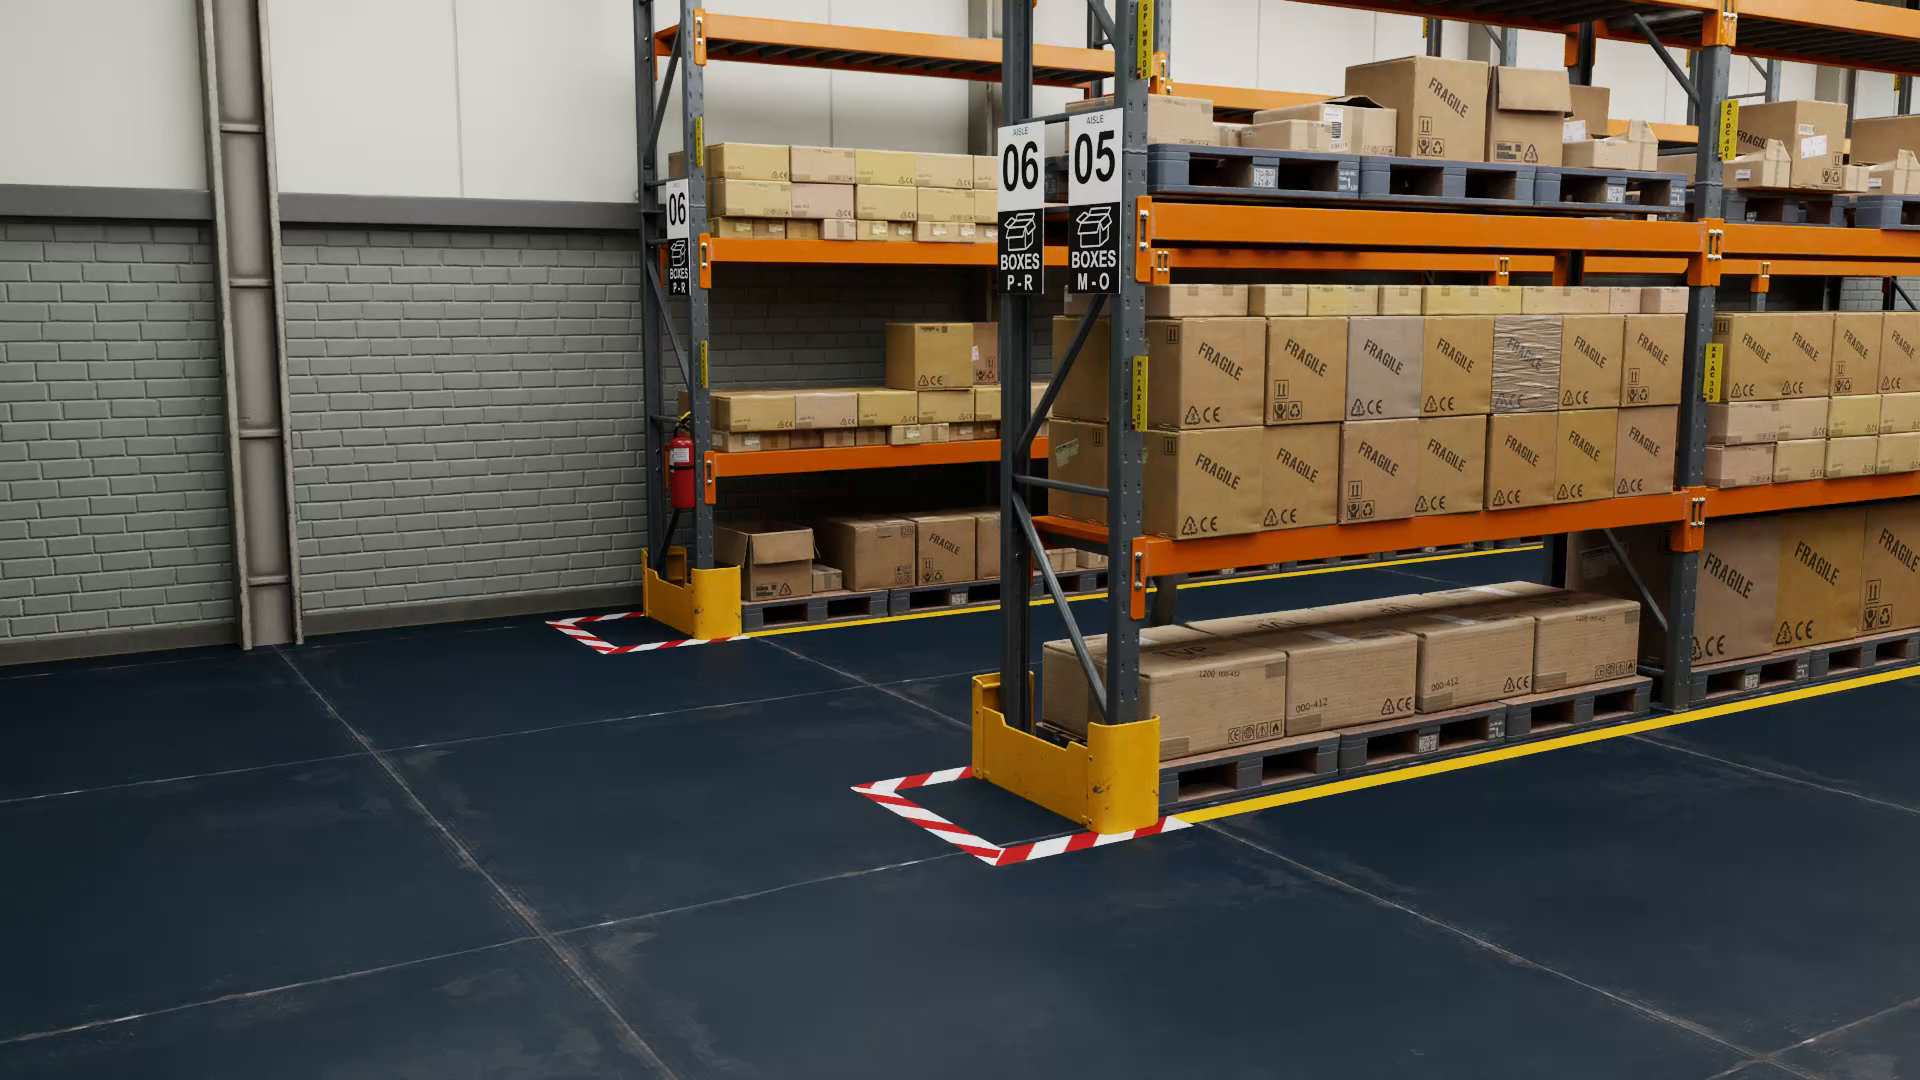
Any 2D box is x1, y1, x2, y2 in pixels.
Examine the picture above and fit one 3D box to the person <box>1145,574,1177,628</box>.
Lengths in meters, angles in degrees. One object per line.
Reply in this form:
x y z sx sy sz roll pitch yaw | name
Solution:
1.241 0.006 10.800 0.515 1.655 0.426 -5 10 -33 | person
